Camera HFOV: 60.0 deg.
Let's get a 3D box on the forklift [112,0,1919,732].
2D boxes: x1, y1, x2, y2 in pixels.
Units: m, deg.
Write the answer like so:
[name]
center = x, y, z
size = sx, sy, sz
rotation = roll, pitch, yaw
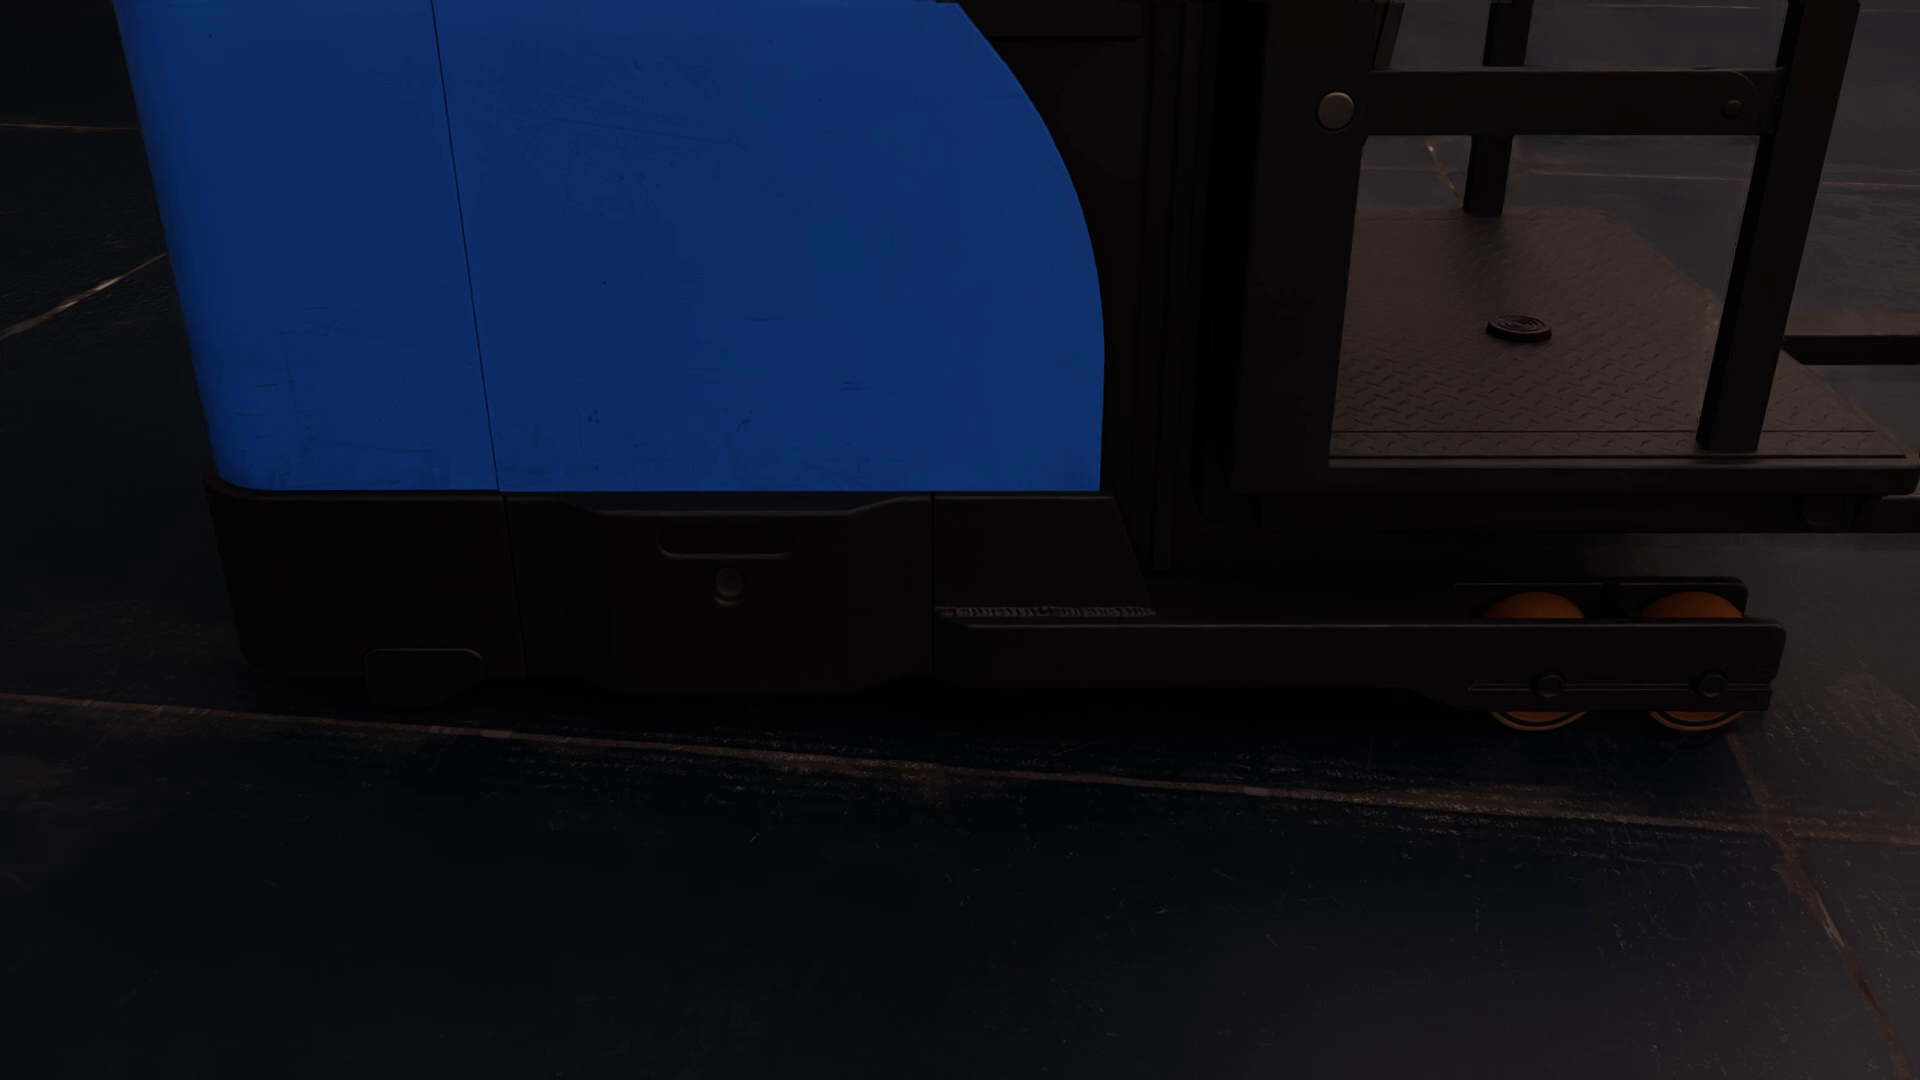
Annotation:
[forklift]
center = 0.613, -1.317, 1.856
size = 3.031, 2.935, 1.130
rotation = 0, 27, 0
